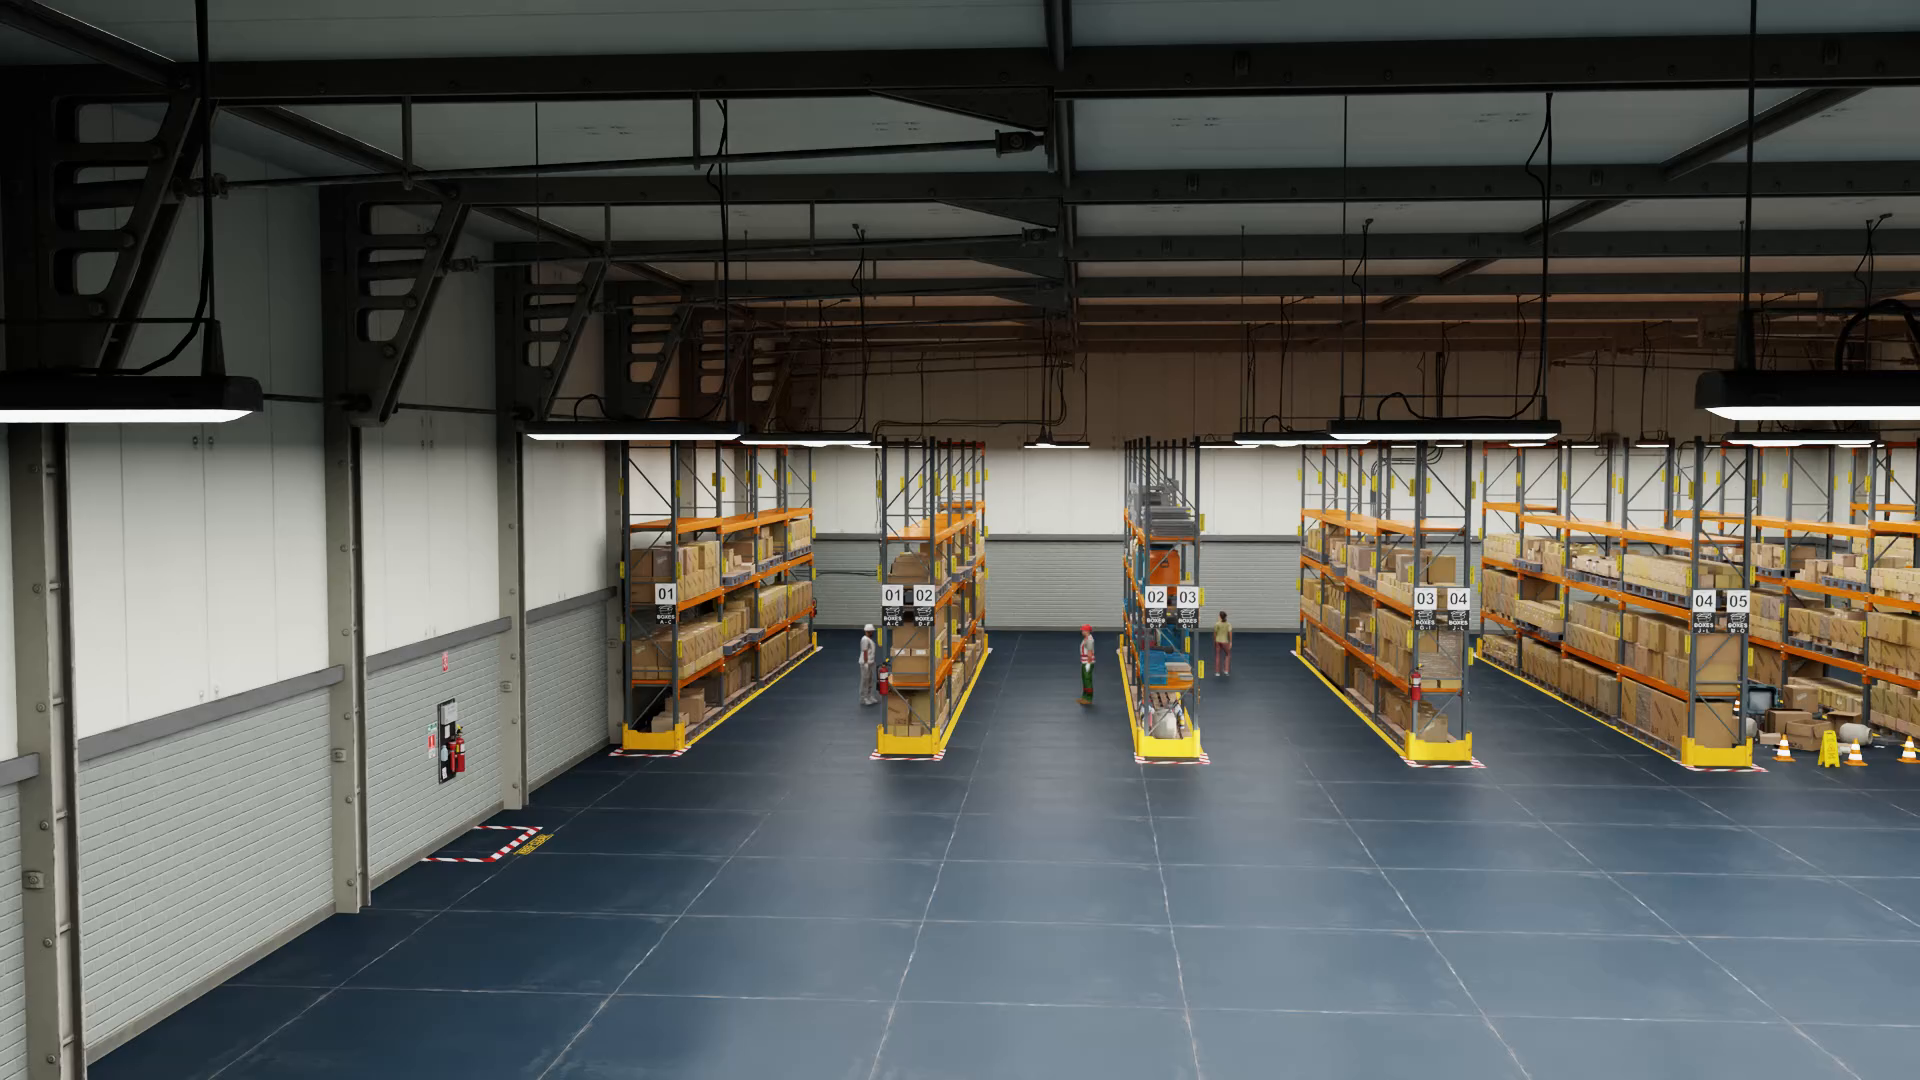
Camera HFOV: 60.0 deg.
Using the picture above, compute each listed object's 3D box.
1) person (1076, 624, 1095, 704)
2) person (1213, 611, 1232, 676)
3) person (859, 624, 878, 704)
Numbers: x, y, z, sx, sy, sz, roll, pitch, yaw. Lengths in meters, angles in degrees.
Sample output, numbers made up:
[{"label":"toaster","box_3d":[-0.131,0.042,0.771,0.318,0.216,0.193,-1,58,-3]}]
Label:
[{"label":"person","box_3d":[2.854,2.803,37.672,0.416,1.792,0.603,0,3,-1]},{"label":"person","box_3d":[6.665,2.653,42.181,0.508,1.723,0.551,2,4,32]},{"label":"person","box_3d":[-2.080,2.805,37.720,0.427,1.798,0.575,0,3,5]}]
